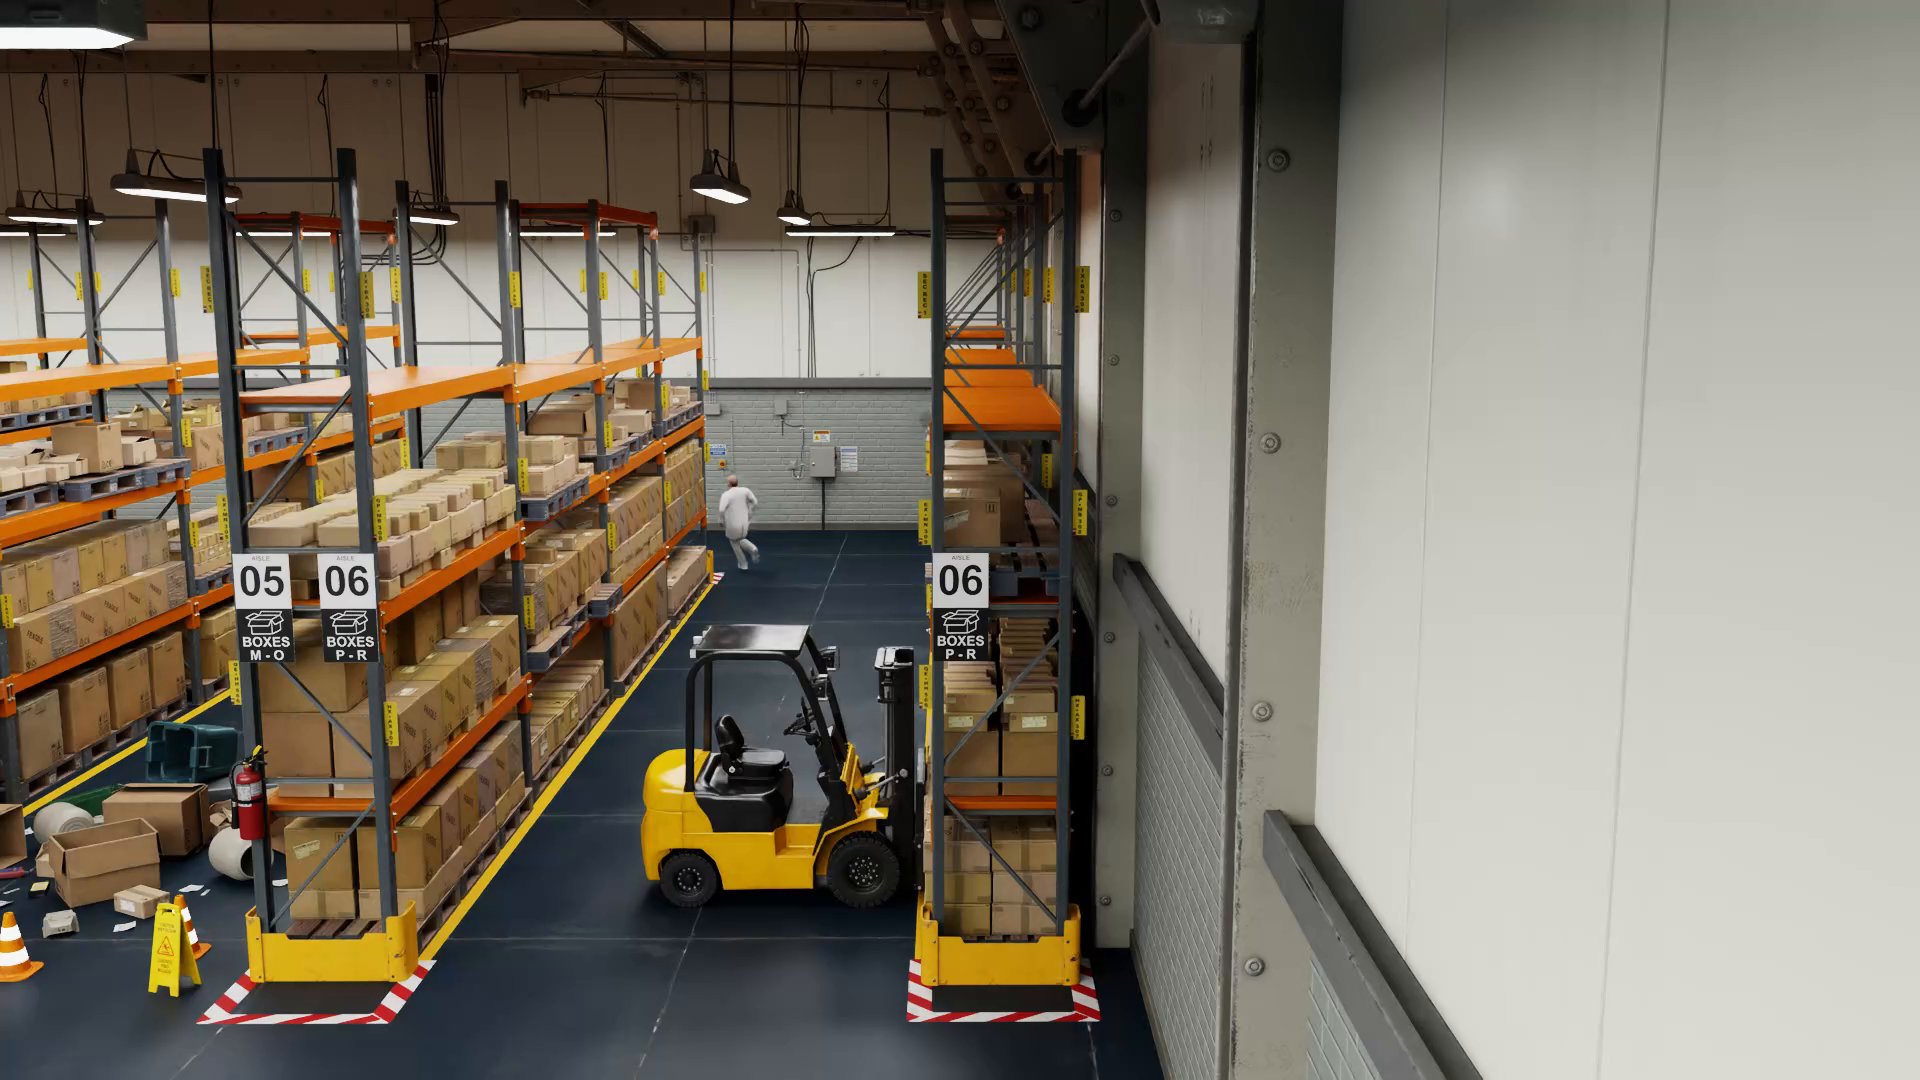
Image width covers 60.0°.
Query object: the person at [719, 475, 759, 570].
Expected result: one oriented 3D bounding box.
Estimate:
[{"bbox_3d":[-3.902,-0.300,28.959,0.750,1.699,0.656,-7,12,-39],"label":"person"}]
